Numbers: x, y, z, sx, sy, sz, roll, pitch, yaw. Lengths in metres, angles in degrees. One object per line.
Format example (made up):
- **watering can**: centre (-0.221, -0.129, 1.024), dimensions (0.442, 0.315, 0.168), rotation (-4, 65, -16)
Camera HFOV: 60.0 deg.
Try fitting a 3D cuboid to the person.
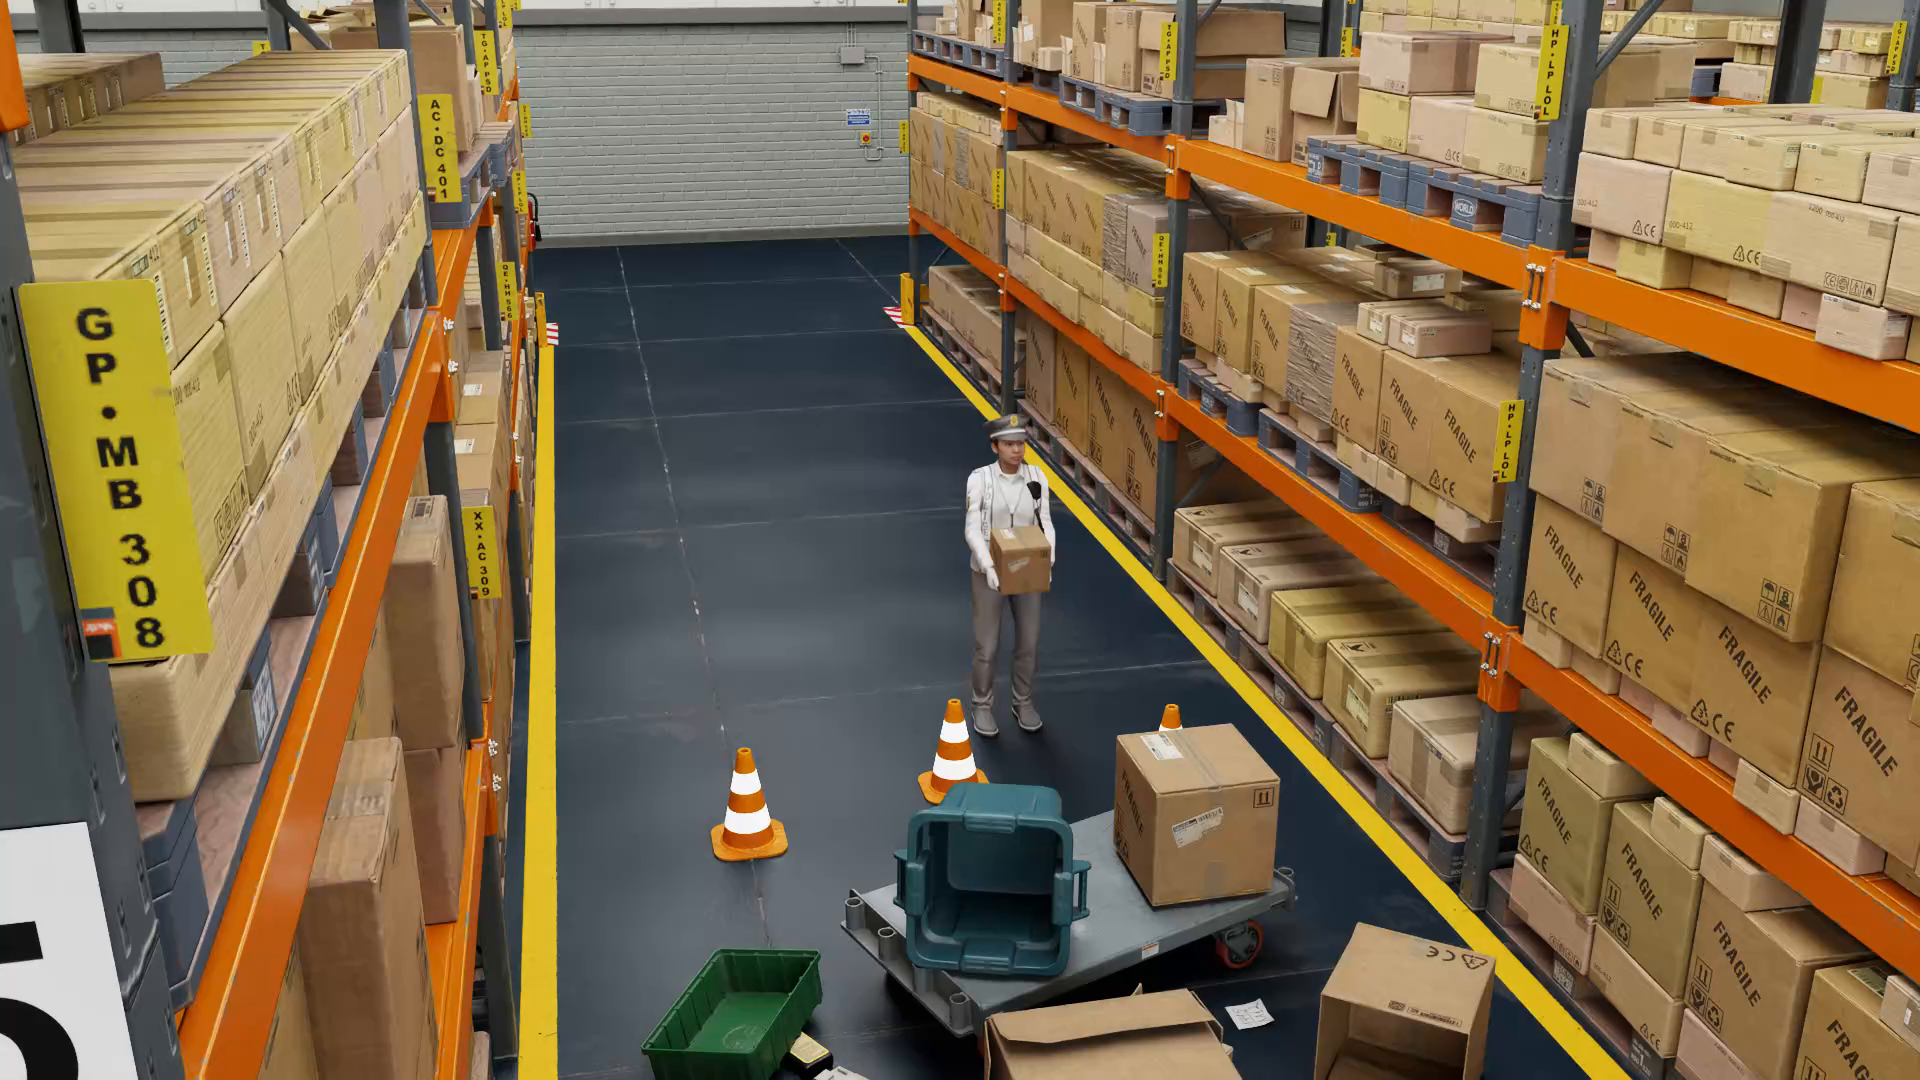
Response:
- **person**: centre (0.258, 0.190, 8.502), dimensions (0.461, 1.687, 0.563), rotation (-5, 20, -12)
